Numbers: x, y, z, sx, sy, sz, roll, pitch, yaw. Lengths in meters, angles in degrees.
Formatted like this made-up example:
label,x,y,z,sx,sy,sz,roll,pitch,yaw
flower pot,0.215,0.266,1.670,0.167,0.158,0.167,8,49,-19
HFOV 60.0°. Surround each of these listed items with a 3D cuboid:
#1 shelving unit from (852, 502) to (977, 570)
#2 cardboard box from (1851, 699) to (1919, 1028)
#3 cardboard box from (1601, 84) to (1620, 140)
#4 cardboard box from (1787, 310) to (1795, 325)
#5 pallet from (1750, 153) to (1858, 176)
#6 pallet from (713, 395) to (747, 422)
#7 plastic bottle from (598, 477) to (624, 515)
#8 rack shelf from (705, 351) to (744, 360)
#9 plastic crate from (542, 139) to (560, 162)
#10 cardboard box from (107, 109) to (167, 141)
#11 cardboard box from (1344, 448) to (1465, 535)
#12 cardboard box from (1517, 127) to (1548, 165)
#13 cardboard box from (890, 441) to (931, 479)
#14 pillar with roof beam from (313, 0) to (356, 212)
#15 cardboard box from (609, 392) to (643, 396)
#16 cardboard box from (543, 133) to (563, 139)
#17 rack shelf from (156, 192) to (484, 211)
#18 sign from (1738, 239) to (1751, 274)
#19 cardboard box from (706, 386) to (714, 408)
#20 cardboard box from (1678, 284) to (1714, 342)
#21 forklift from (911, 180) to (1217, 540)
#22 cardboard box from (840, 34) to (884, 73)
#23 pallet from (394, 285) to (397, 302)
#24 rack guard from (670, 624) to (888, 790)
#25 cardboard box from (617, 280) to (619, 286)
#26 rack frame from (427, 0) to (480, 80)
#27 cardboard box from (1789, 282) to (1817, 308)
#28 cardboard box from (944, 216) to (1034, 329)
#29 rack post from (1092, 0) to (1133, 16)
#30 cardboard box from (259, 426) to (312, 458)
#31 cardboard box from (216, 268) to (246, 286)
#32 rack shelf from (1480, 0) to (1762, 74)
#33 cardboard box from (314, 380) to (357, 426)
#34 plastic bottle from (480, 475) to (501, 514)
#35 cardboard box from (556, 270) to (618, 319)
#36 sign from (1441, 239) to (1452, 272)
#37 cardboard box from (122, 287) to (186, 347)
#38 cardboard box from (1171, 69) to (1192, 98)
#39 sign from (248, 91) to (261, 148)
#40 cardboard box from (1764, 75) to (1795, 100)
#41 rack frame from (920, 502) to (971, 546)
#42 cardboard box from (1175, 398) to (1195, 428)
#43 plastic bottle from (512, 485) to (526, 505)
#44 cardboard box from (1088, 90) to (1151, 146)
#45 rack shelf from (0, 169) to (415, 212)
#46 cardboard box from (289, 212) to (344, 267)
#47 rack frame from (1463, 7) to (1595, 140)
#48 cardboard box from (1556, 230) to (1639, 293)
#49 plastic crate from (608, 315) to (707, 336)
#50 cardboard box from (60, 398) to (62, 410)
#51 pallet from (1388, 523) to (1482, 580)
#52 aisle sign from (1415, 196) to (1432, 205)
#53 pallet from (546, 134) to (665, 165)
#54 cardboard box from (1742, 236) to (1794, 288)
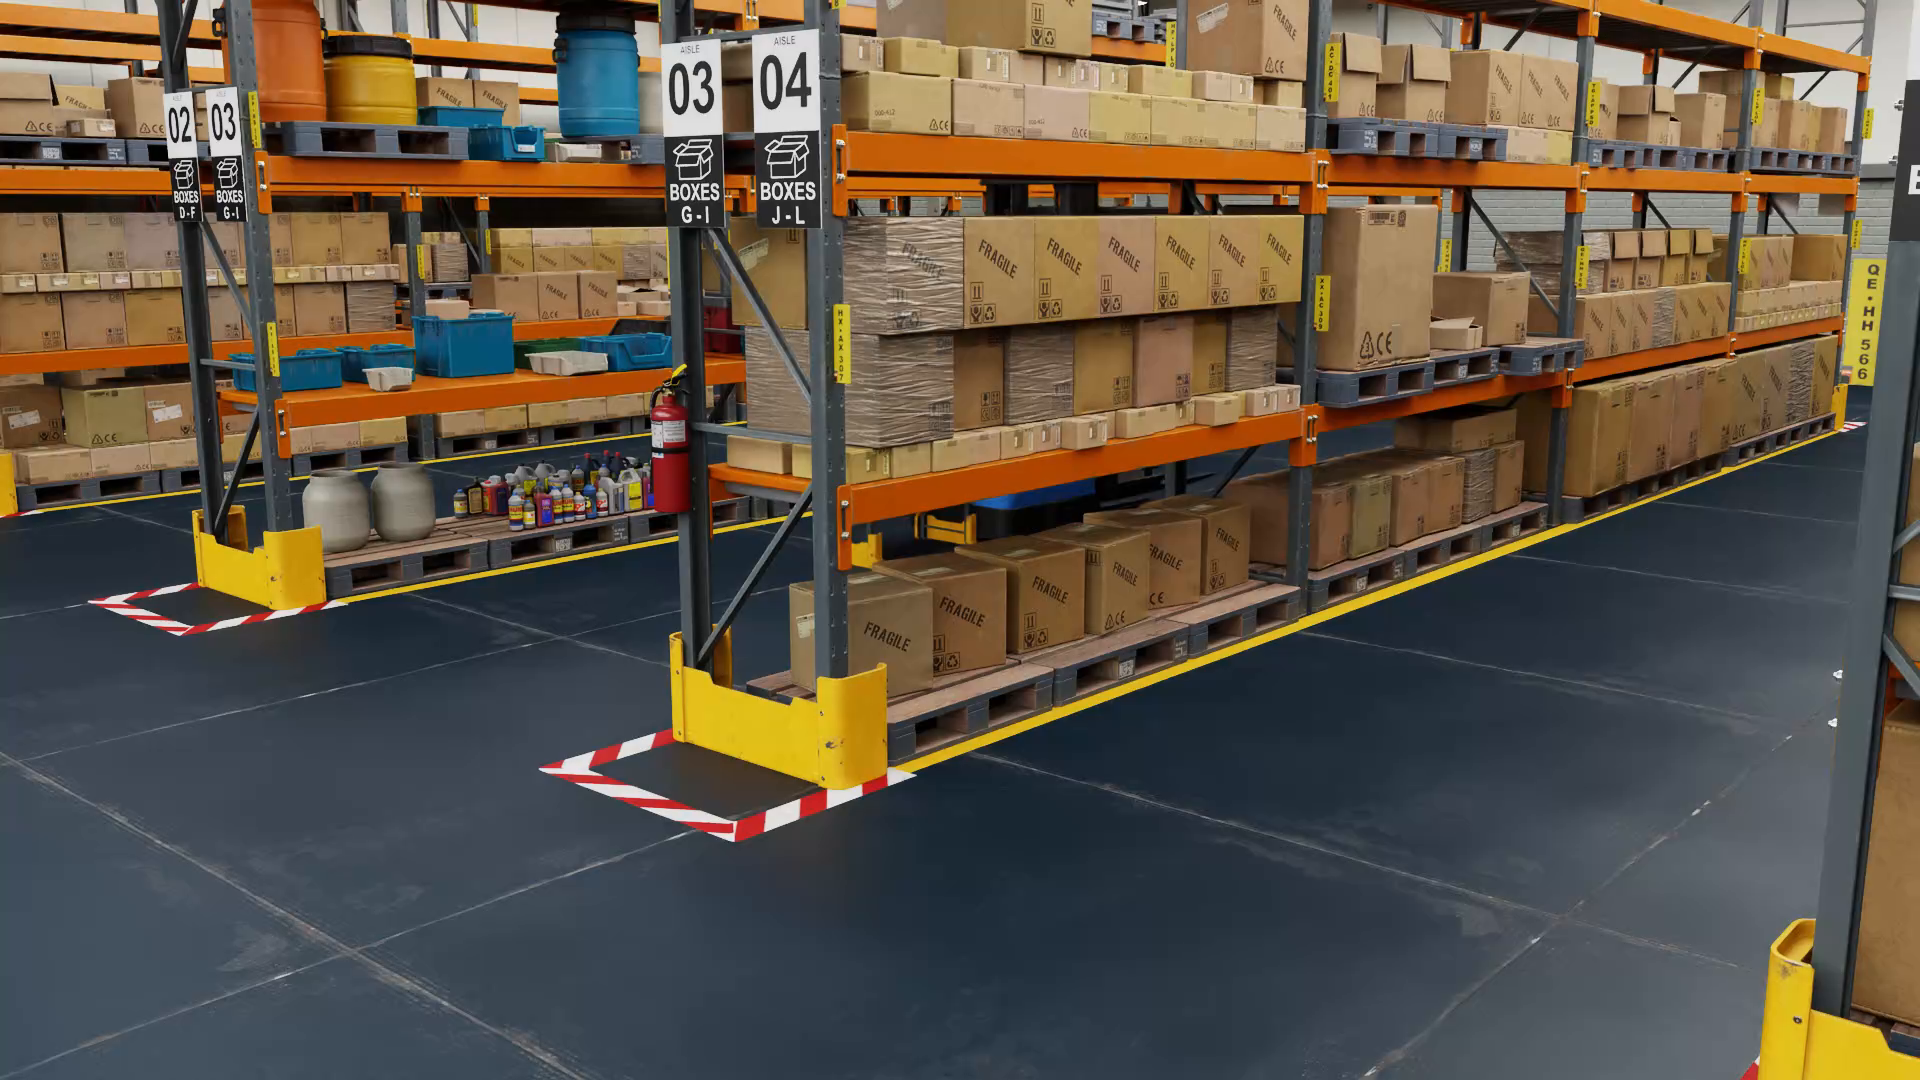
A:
label,x,y,z,sx,sy,sz,roll,pitch,yaw
shelving unit,-0.447,-0.641,12.090,0.587,1.500,1.083,10,15,41
cardboard box,3.155,0.919,4.802,0.875,0.875,0.875,10,15,41
cardboard box,5.231,-3.605,14.115,0.500,0.500,0.500,11,16,43
cardboard box,8.492,-2.337,17.394,0.380,0.149,0.250,9,15,39
pallet,9.178,-4.135,18.326,1.003,0.211,1.213,10,15,40
pallet,-2.538,-1.660,20.485,1.003,0.211,1.213,10,15,40
plastic bottle,-2.641,-0.342,12.597,0.152,0.276,0.135,10,15,41
rack shelf,-0.662,-1.635,15.075,1.077,0.370,4.000,10,15,40
plastic crate,-3.228,-2.863,12.272,0.336,0.188,0.450,10,15,40
cardboard box,-7.411,-3.733,14.882,0.500,0.311,0.500,-10,15,-41
cardboard box,3.226,-0.363,12.128,0.500,0.500,0.700,-11,15,-43
cardboard box,3.932,-2.862,12.109,0.500,0.250,0.500,10,15,40
cardboard box,-0.355,-0.387,7.630,0.380,0.149,0.250,10,15,40
pillar with roof beam,-5.057,-5.869,19.118,9.100,9.000,0.400,10,15,40
cardboard box,-3.894,-1.795,18.558,0.500,0.311,0.500,10,15,40
cardboard box,-4.392,-4.211,17.789,0.500,0.250,0.500,8,14,36
rack shelf,-8.103,-4.387,21.194,1.077,0.370,4.000,10,15,40
sign,7.434,-2.690,15.768,0.100,0.325,0.005,10,15,40
cardboard box,-3.224,-1.671,19.369,0.500,0.250,0.500,10,15,42
cardboard box,6.584,-2.103,15.327,0.500,0.500,0.500,10,15,42
forklift,0.983,-1.632,13.401,1.130,2.935,3.031,10,15,41
cardboard box,-0.546,-2.068,7.113,0.380,0.149,0.250,10,15,40
pallet,-8.059,-3.172,21.425,1.003,0.211,1.213,10,15,40
rack guard,-0.852,0.750,7.679,1.175,0.500,0.348,10,15,40
cardboard box,-5.209,-3.733,24.332,0.380,0.149,0.250,10,15,42
rack frame,-6.783,-6.505,22.303,1.000,3.000,0.127,10,15,40
cardboard box,8.868,-2.636,17.873,0.500,0.250,0.500,9,14,38
cardboard box,0.001,-1.268,7.834,0.500,0.500,0.500,10,15,40
rack post,1.106,-5.299,16.457,0.954,0.300,0.937,10,15,40
cardboard box,-6.499,-0.948,15.745,0.500,0.250,0.500,10,15,40
cardboard box,-6.731,-2.408,15.196,0.380,0.149,0.250,10,15,42
rack shelf,5.699,-4.329,14.267,1.077,0.370,4.000,10,15,40
cardboard box,-6.181,-1.391,16.051,0.500,0.500,0.500,10,15,40
plastic bottle,-3.552,-0.345,12.613,0.152,0.276,0.135,10,15,41
cardboard box,-4.155,-2.723,18.430,0.500,0.500,0.500,9,14,37
sign,3.960,-2.281,13.515,0.100,0.325,0.005,10,15,40
cardboard box,-7.348,-2.012,14.871,0.700,0.500,0.500,10,15,41
cardboard box,1.007,-2.413,8.839,0.380,0.149,0.250,11,15,42
sign,-4.212,-2.508,9.930,0.100,0.325,0.005,10,15,40
cardboard box,8.319,-4.665,17.255,0.500,0.250,0.500,9,15,39
rack frame,-0.110,-0.713,12.451,0.500,1.500,0.032,10,15,41
cardboard box,1.090,-0.725,9.322,0.380,0.149,0.250,10,15,40
plastic bottle,-3.355,-0.316,12.655,0.097,0.201,0.097,0,11,0
cardboard box,0.616,-2.126,8.420,0.500,0.250,0.500,10,15,42
rack shelf,-7.020,-3.158,15.043,1.077,0.370,4.000,10,15,40
cardboard box,-6.321,-2.879,15.899,0.700,0.500,0.500,10,15,40
rack frame,4.379,-4.583,12.684,1.000,3.000,0.127,10,15,40
cardboard box,5.306,-2.383,14.170,0.797,0.503,0.637,10,15,42
plastic crate,-2.423,-1.602,13.234,0.767,0.338,0.504,10,15,40
cardboard box,-10.495,-1.559,19.015,0.380,0.149,0.250,8,14,36
pallet,3.057,0.019,12.075,1.003,0.211,1.213,10,15,40
aisle sign,6.207,-4.706,21.979,0.394,0.787,0.004,10,15,40
pallet,-2.385,-2.953,12.661,1.213,0.211,1.003,10,15,40
cardboard box,8.199,-2.856,17.061,0.500,0.500,0.500,9,15,39
